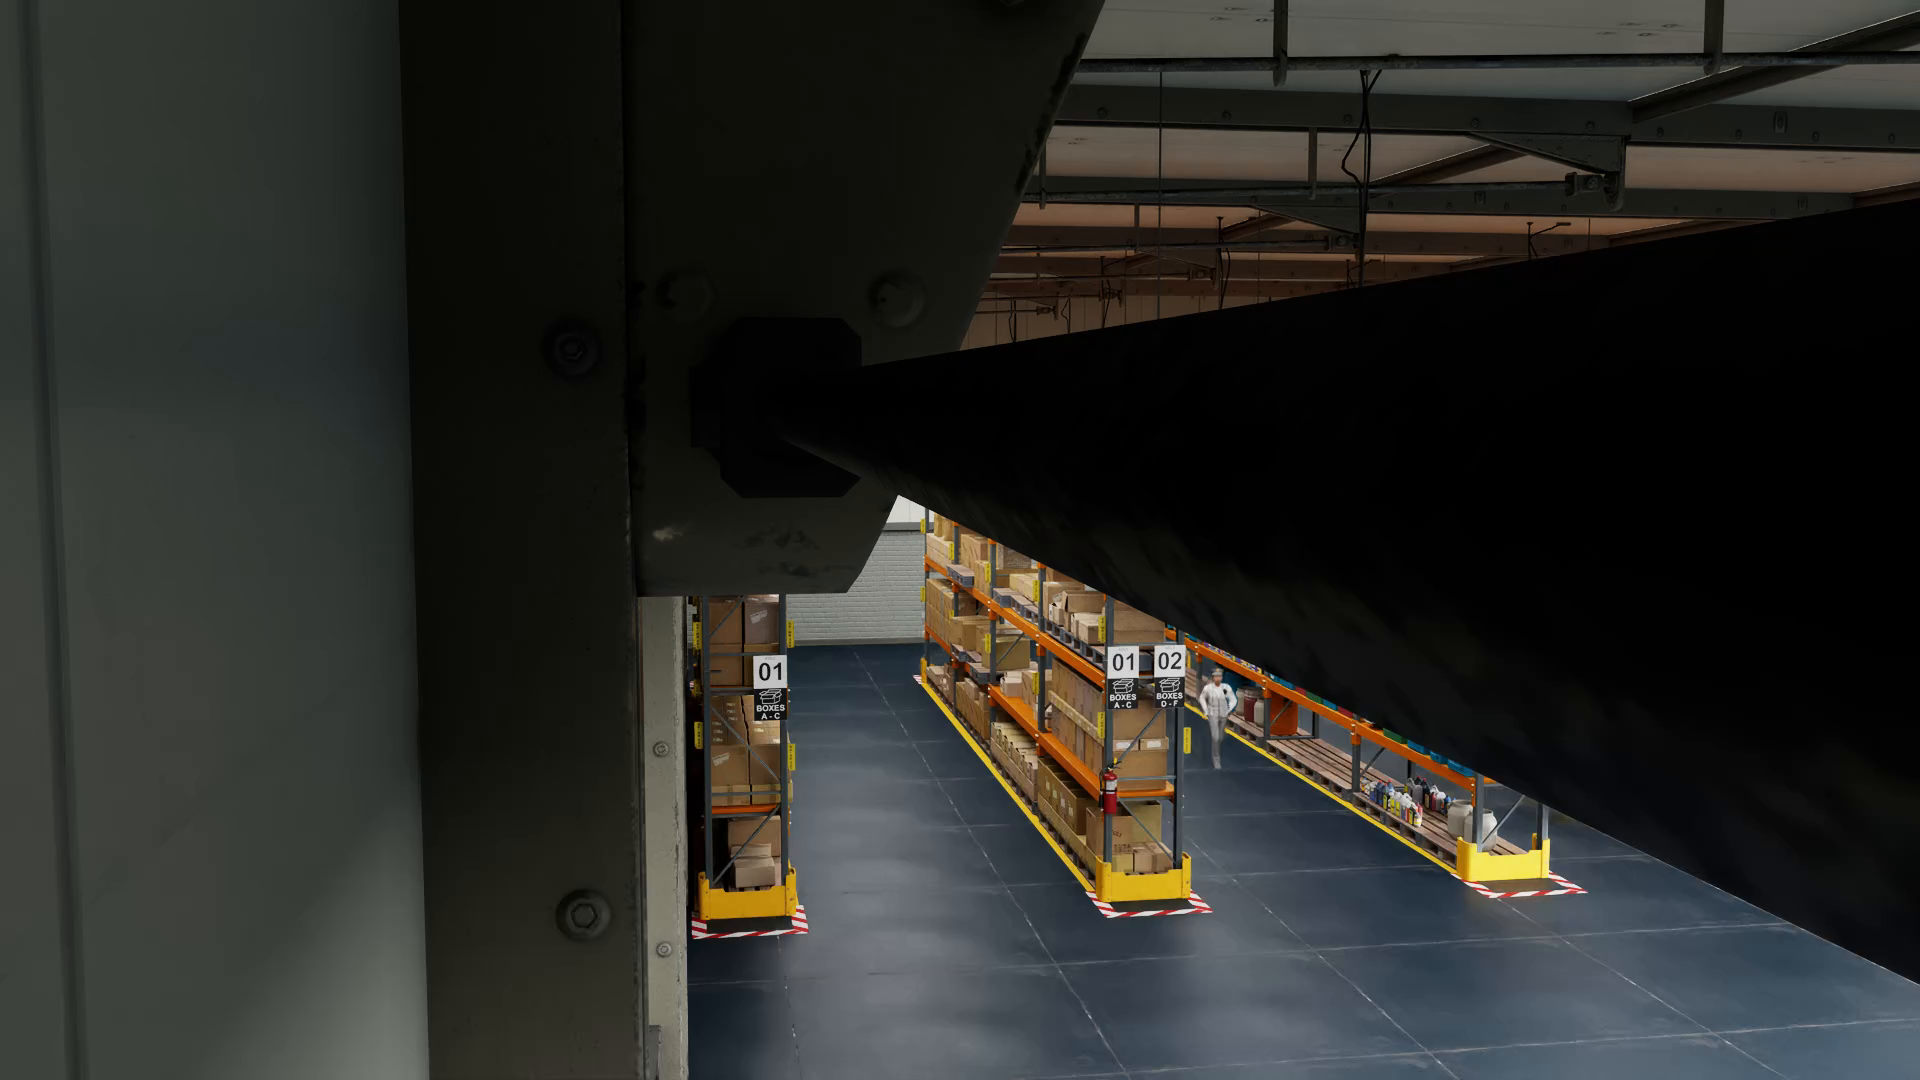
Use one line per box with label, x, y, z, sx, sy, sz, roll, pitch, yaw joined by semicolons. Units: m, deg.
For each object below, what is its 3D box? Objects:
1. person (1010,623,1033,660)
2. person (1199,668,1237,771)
person;1.368;2.272;37.001;0.477;1.663;0.609;3;6;33
person;4.385;3.004;28.280;0.615;1.721;0.774;0;5;-1
